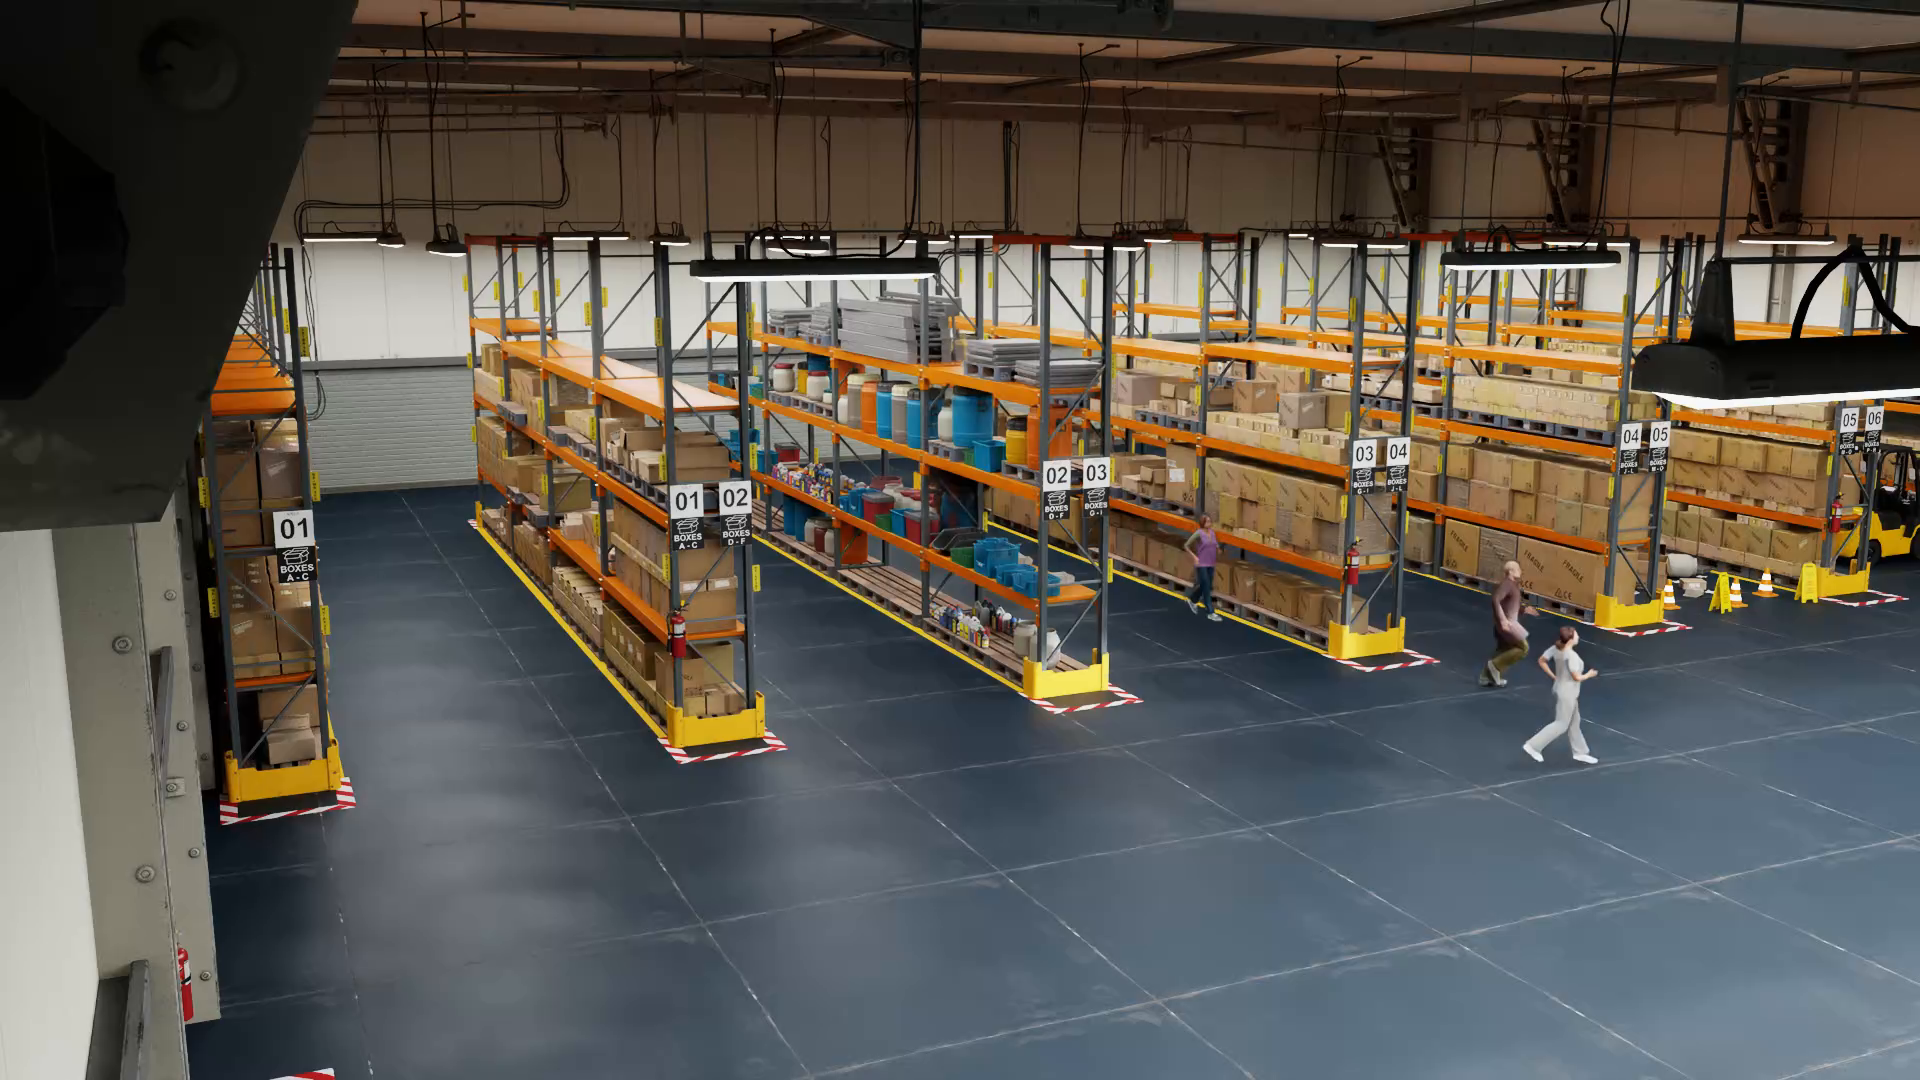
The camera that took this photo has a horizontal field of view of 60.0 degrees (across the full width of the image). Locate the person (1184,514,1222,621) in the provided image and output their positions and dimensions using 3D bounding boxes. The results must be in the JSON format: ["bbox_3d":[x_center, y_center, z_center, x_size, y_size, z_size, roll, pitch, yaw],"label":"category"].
[{"bbox_3d":[3.730,0.399,25.318,0.545,1.591,0.799,-8,14,-35],"label":"person"}]

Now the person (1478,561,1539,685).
[{"bbox_3d":[7.488,1.144,22.633,0.739,1.732,0.691,3,11,14],"label":"person"}]

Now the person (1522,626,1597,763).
[{"bbox_3d":[7.014,1.808,19.290,0.951,1.673,0.565,-1,11,-5],"label":"person"}]
